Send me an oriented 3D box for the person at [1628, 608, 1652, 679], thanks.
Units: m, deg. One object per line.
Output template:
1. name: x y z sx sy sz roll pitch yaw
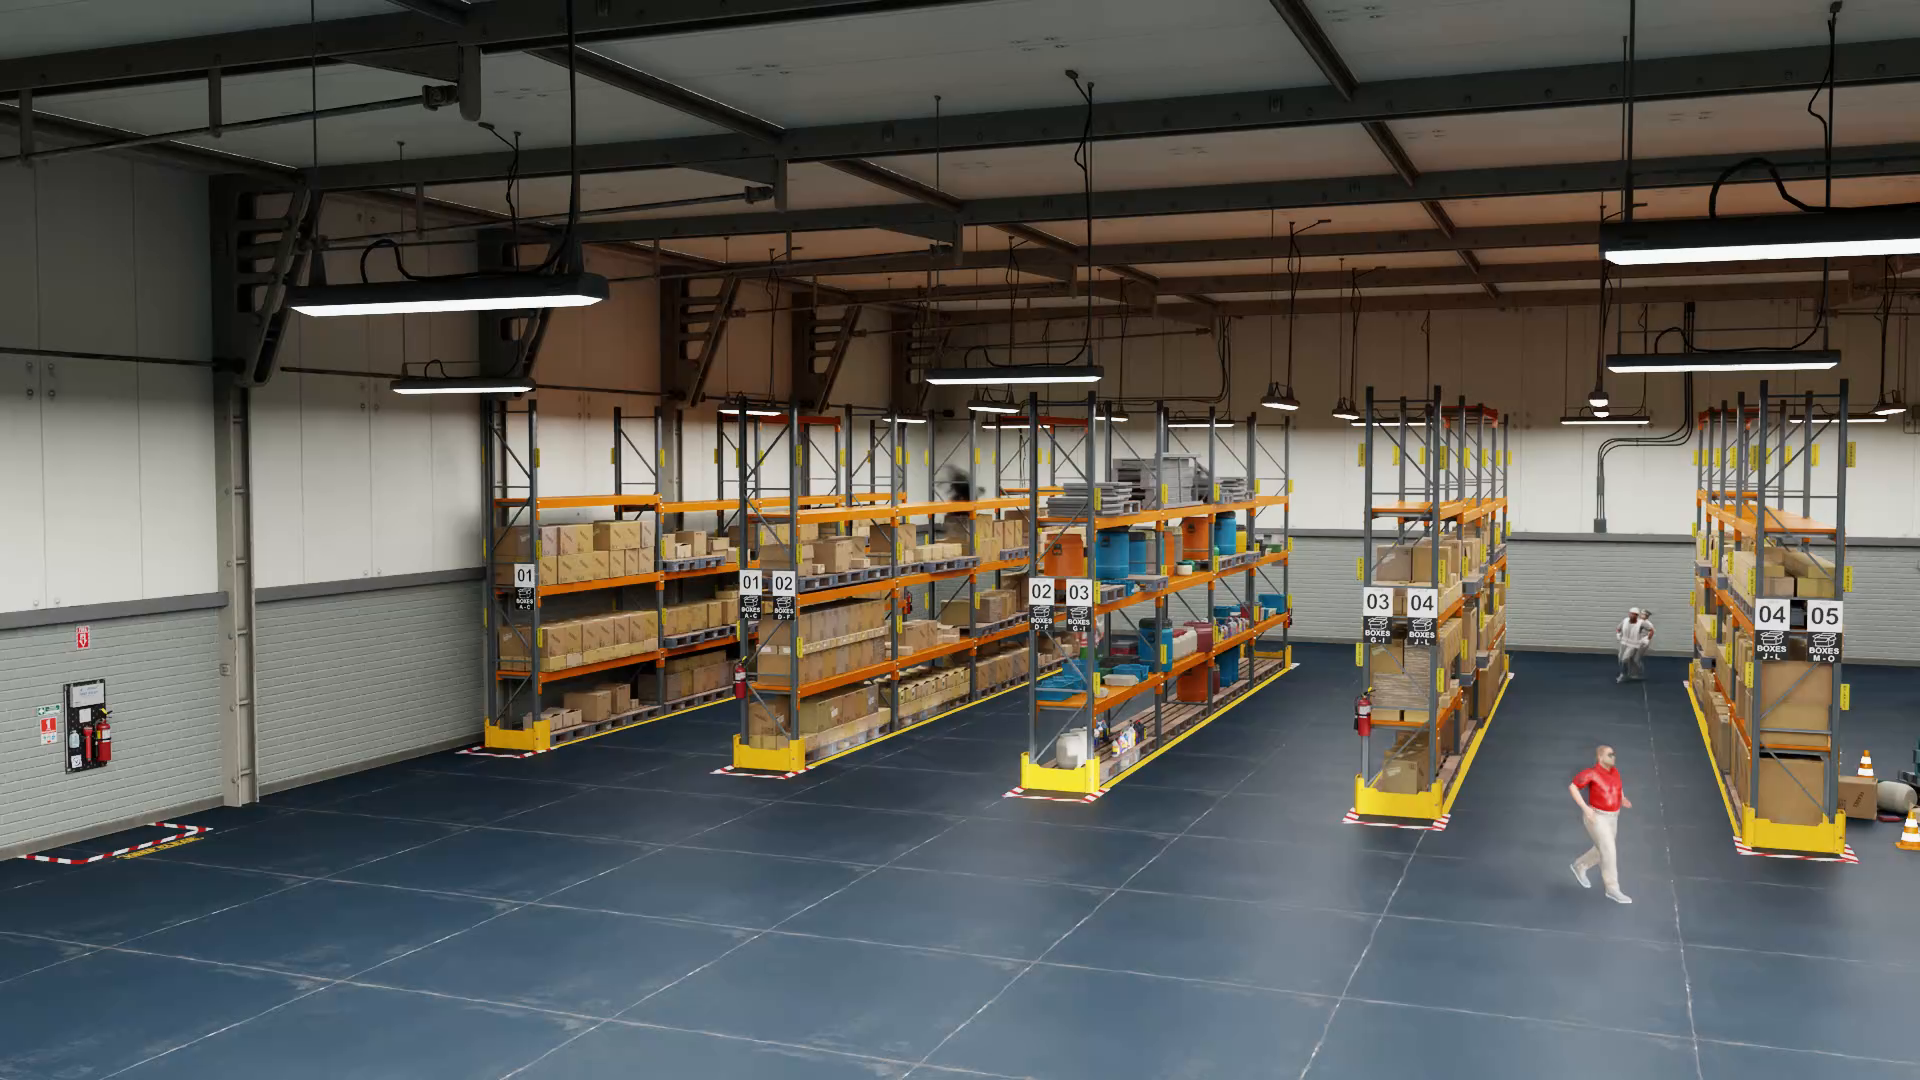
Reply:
1. person: 15.287 2.343 37.401 0.532 1.623 0.632 -1 3 -17

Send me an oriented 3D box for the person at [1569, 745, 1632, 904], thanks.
1. person: 7.307 3.193 18.954 0.679 1.726 0.898 -2 3 -34

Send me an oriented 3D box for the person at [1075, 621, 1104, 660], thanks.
1. person: 2.813 2.349 36.183 0.687 1.746 0.738 1 3 17

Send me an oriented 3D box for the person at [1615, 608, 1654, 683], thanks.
1. person: 14.873 2.346 36.853 0.688 1.719 0.808 -2 4 -38
